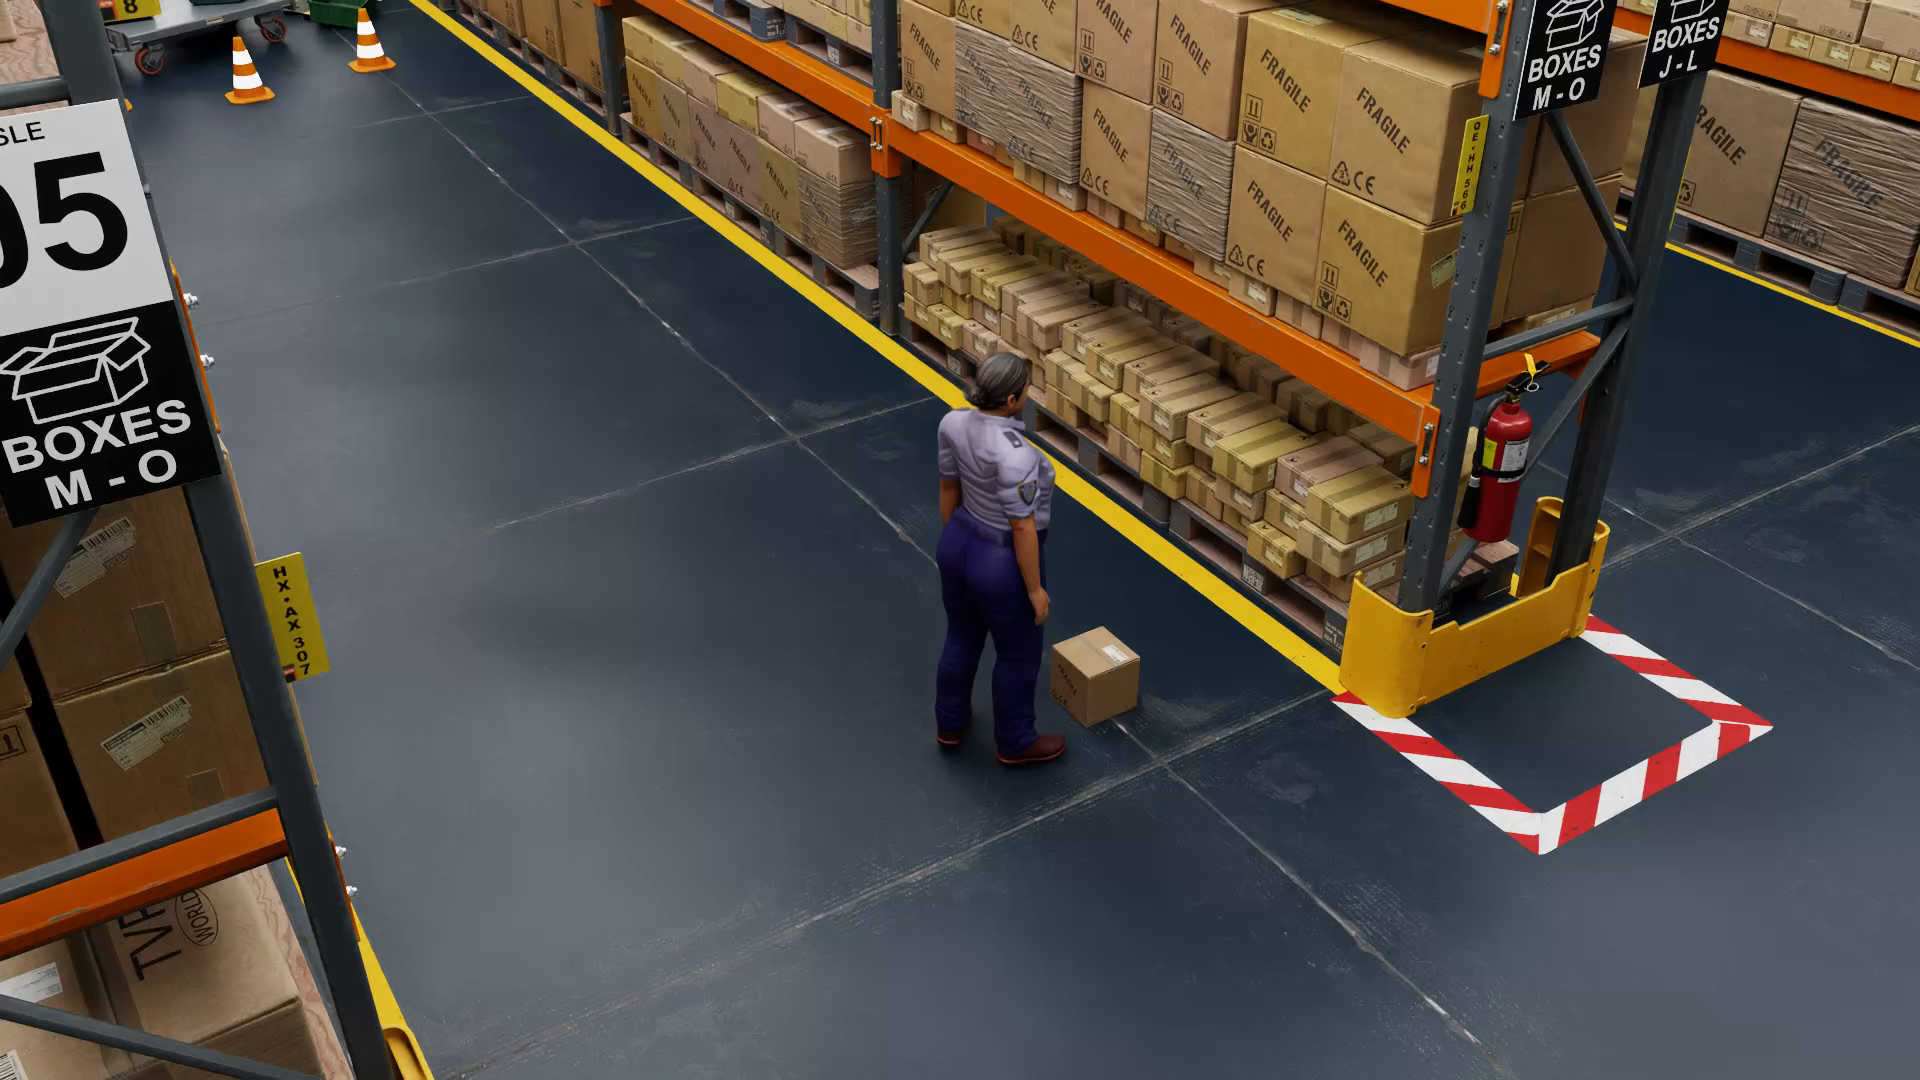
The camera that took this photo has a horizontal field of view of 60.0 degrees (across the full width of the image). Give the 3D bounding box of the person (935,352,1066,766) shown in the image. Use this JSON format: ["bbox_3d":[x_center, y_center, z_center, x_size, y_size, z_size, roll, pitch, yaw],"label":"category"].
[{"bbox_3d":[0.137,0.083,5.992,0.408,1.656,0.535,-23,39,-31],"label":"person"}]
